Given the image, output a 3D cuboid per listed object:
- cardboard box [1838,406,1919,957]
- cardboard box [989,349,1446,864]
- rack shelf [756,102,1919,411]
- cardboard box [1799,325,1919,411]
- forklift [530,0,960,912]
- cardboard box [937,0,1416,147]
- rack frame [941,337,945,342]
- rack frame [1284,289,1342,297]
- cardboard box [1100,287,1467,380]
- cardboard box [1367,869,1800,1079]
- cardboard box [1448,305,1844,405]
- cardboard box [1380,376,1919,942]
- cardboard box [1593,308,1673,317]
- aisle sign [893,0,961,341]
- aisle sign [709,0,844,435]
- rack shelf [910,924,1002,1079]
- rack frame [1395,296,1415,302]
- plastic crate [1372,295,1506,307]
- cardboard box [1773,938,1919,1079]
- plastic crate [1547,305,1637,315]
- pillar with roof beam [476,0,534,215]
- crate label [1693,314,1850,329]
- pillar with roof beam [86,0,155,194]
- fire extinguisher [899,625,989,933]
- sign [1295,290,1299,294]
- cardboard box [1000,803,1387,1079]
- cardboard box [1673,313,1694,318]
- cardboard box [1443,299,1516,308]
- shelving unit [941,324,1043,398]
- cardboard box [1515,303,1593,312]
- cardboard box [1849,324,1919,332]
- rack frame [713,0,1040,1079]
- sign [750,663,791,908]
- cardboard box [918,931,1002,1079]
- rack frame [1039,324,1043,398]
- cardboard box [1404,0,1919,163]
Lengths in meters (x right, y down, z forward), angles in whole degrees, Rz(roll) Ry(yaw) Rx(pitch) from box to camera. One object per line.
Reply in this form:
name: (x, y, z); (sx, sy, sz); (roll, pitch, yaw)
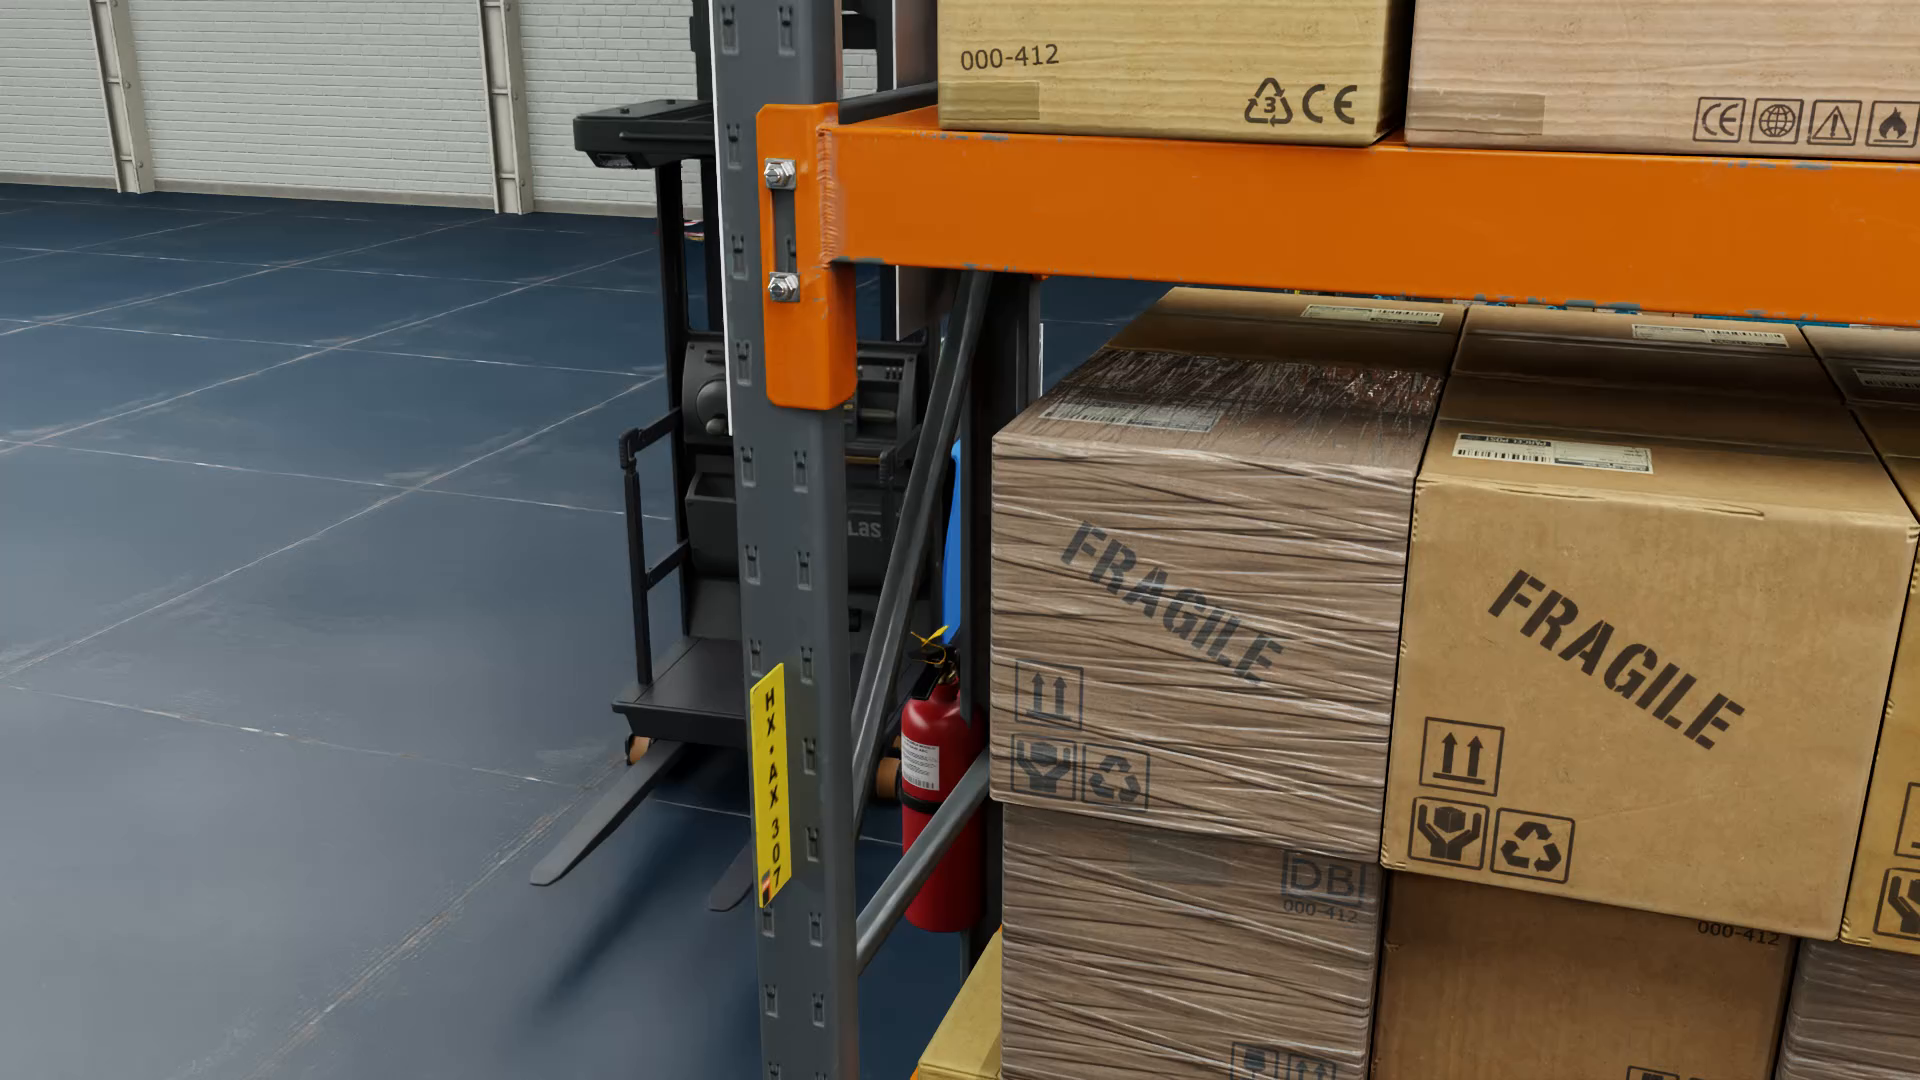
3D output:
cardboard box: (1.297, 0.167, 1.919); (0.500, 0.500, 0.500); (7, 20, 18)
cardboard box: (0.354, 0.057, 2.233); (0.500, 0.500, 0.500); (7, 20, 18)
rack shelf: (1.814, -0.288, 1.882); (4.000, 0.370, 1.077); (7, 20, 18)
cardboard box: (1.471, 0.002, 2.390); (0.500, 0.500, 0.500); (7, 20, 18)
forklift: (-0.670, -0.541, 6.175); (1.130, 2.935, 3.031); (5, 20, 13)
cardboard box: (0.295, -0.641, 2.028); (0.500, 0.250, 0.500); (7, 20, 20)
rack frame: (-0.074, -0.575, 8.903); (0.015, 1.200, 0.240); (7, 20, 18)
rack frame: (1.550, -0.968, 7.295); (0.127, 3.000, 1.000); (7, 20, 18)
cardboard box: (0.525, -0.105, 2.697); (0.500, 0.500, 0.500); (7, 20, 18)
cardboard box: (0.947, 0.469, 2.569); (0.500, 0.500, 0.875); (7, 20, 18)
cardboard box: (0.999, -0.053, 2.547); (0.500, 0.500, 0.500); (7, 20, 18)
cardboard box: (0.824, 0.113, 2.072); (0.500, 0.500, 0.500); (7, 20, 18)
cardboard box: (4.562, -1.531, 11.311); (0.500, 0.500, 0.500); (7, 20, 18)
aisle sign: (-0.036, -0.755, 2.736); (0.004, 0.787, 0.394); (7, 20, 18)
aisle sign: (-0.233, -0.569, 2.201); (0.004, 0.787, 0.394); (7, 20, 18)
rack shelf: (1.814, 1.128, 2.376); (4.000, 0.370, 1.077); (7, 20, 18)
rack frame: (3.179, -2.507, 11.712); (0.127, 3.000, 1.000); (7, 20, 18)
plastic crate: (2.121, -0.936, 7.431); (0.616, 0.251, 0.499); (7, 20, 18)
cardboard box: (1.405, 0.537, 2.375); (0.500, 0.500, 0.875); (7, 20, 18)
plastic crate: (2.732, -0.864, 7.225); (0.408, 0.251, 0.499); (7, 20, 18)
pillar with roof beam: (-7.002, -7.032, 15.578); (0.400, 9.000, 9.100); (7, 20, 18)
crate label: (3.377, -0.870, 6.960); (0.616, 0.435, 0.502); (7, 20, 18)
pillar with roof beam: (-12.670, -7.680, 17.437); (0.400, 9.000, 9.100); (7, 20, 18)
fire extinguisher: (-0.033, 0.453, 3.336); (0.183, 0.674, 0.296); (7, 20, 18)
sign: (1.365, -0.928, 6.760); (0.005, 0.325, 0.100); (7, 20, 18)
cardboard box: (0.435, 0.453, 2.617); (0.500, 0.500, 0.875); (7, 20, 18)
cardboard box: (5.028, -1.471, 11.140); (0.500, 0.500, 0.500); (7, 20, 18)
cardboard box: (3.783, -1.796, 12.071); (0.500, 0.500, 0.500); (7, 20, 18)
shelving unit: (0.156, -0.549, 8.827); (0.503, 1.200, 0.258); (7, 20, 18)
cardboard box: (4.085, -1.581, 11.454); (0.500, 0.500, 0.500); (7, 20, 18)
cardboard box: (5.979, -1.369, 10.847); (0.500, 0.500, 0.500); (7, 20, 18)
rack frame: (-0.077, 0.573, 2.874); (0.053, 2.616, 0.949); (7, 20, 18)
sign: (-0.254, 0.332, 2.250); (0.005, 0.325, 0.100); (7, 20, 18)
cardboard box: (0.115, 0.796, 2.617); (0.250, 0.149, 0.380); (7, 20, 18)
rack frame: (0.387, -0.522, 8.752); (0.015, 1.200, 0.240); (7, 20, 18)
cardboard box: (0.784, -0.587, 1.874); (0.500, 0.250, 0.500); (6, 20, 17)
